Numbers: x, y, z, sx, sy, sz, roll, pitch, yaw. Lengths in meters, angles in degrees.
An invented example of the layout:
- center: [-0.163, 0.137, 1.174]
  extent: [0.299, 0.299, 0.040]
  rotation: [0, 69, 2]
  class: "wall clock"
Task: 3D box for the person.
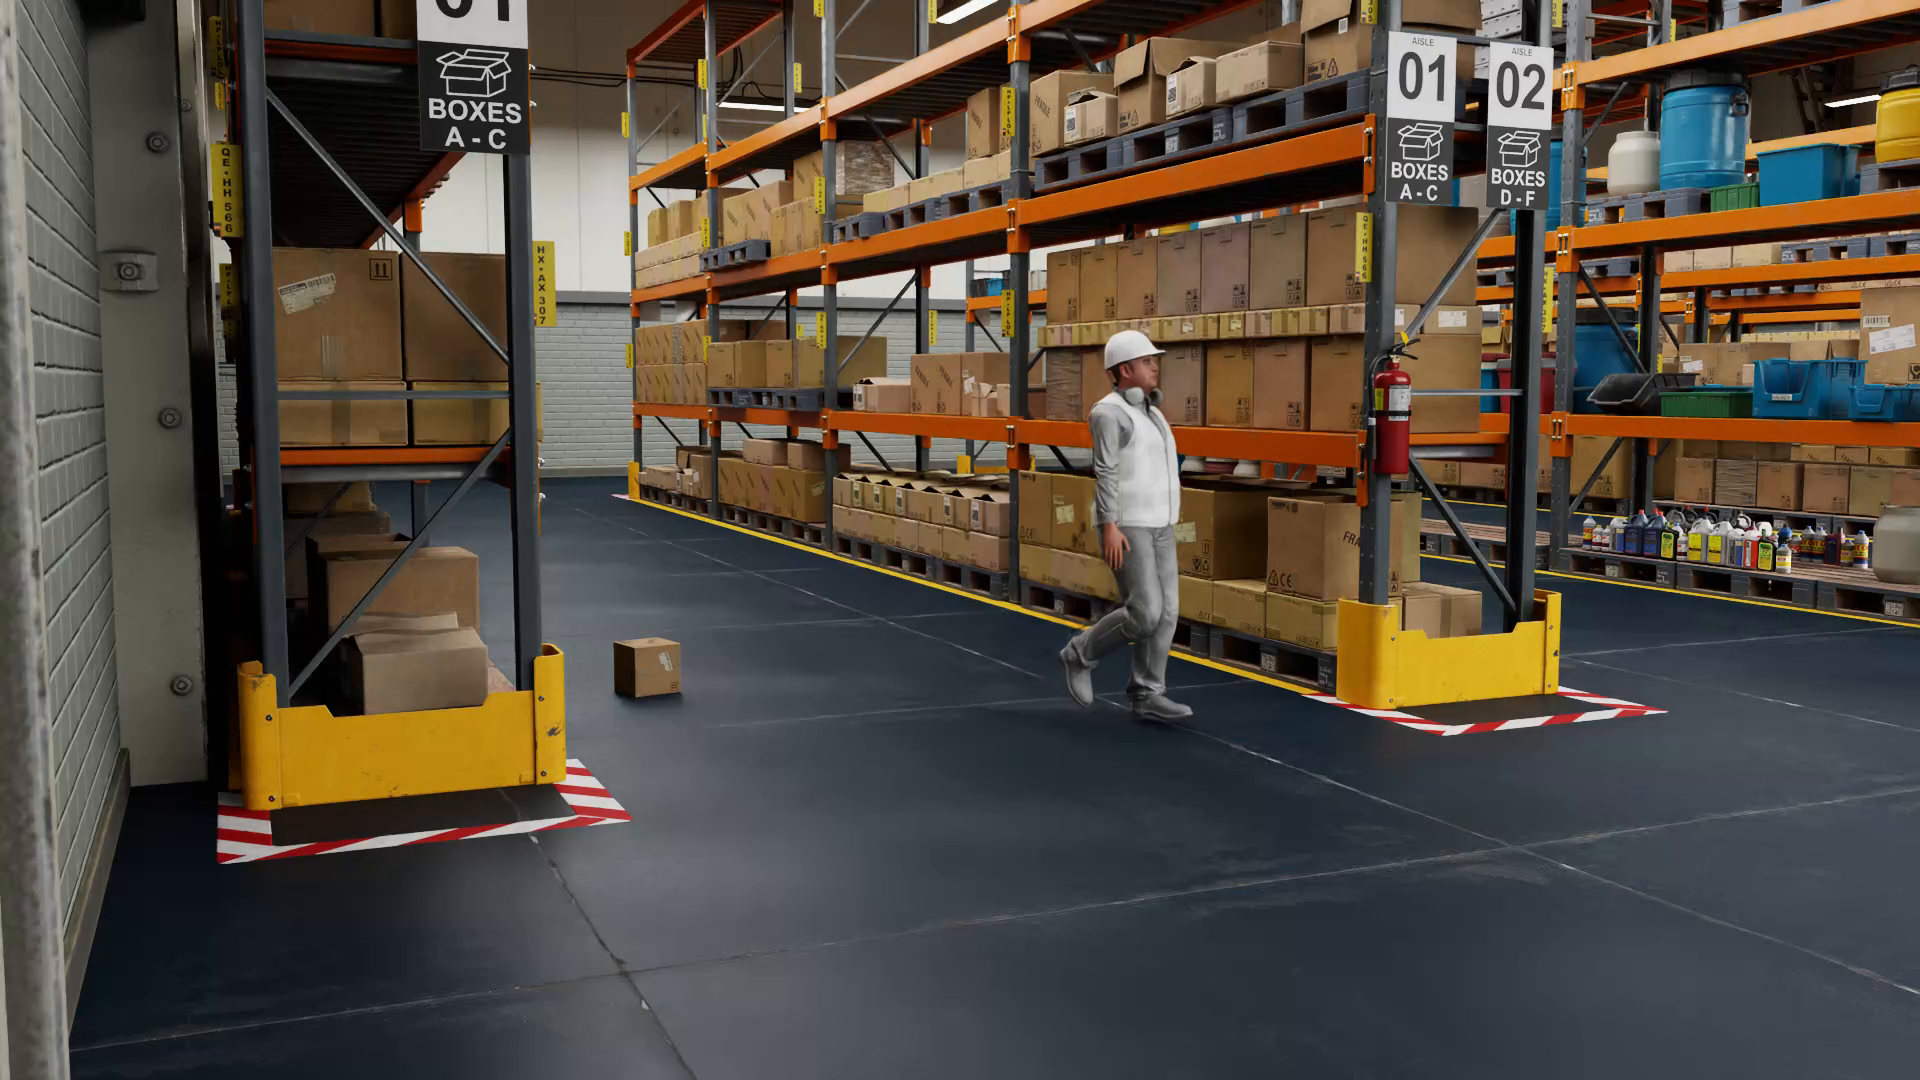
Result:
- center: [0.776, -0.070, 7.582]
  extent: [0.597, 1.759, 0.545]
  rotation: [4, 6, 34]
  class: "person"
